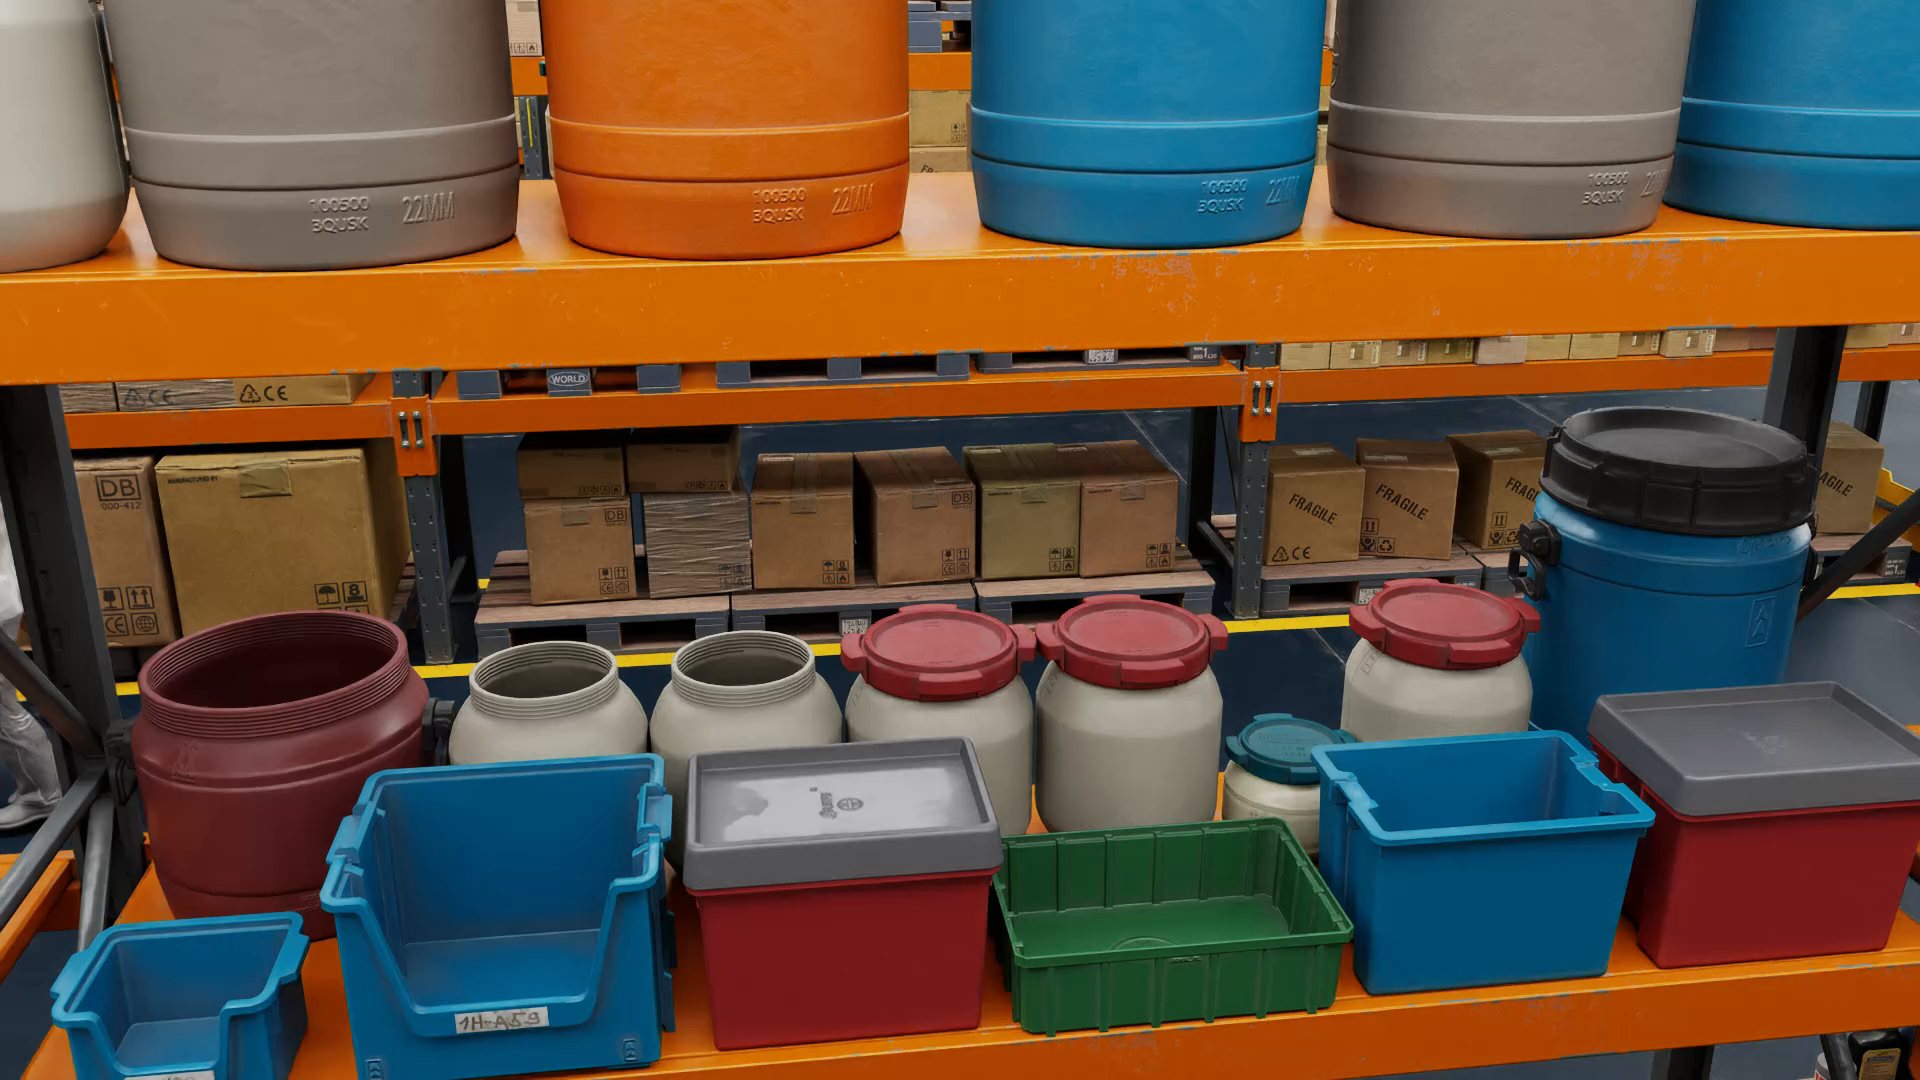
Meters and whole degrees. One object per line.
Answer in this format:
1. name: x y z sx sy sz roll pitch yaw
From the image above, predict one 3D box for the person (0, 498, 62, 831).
1. person: -3.714 0.276 6.227 0.458 1.781 0.578 -6 21 -16
